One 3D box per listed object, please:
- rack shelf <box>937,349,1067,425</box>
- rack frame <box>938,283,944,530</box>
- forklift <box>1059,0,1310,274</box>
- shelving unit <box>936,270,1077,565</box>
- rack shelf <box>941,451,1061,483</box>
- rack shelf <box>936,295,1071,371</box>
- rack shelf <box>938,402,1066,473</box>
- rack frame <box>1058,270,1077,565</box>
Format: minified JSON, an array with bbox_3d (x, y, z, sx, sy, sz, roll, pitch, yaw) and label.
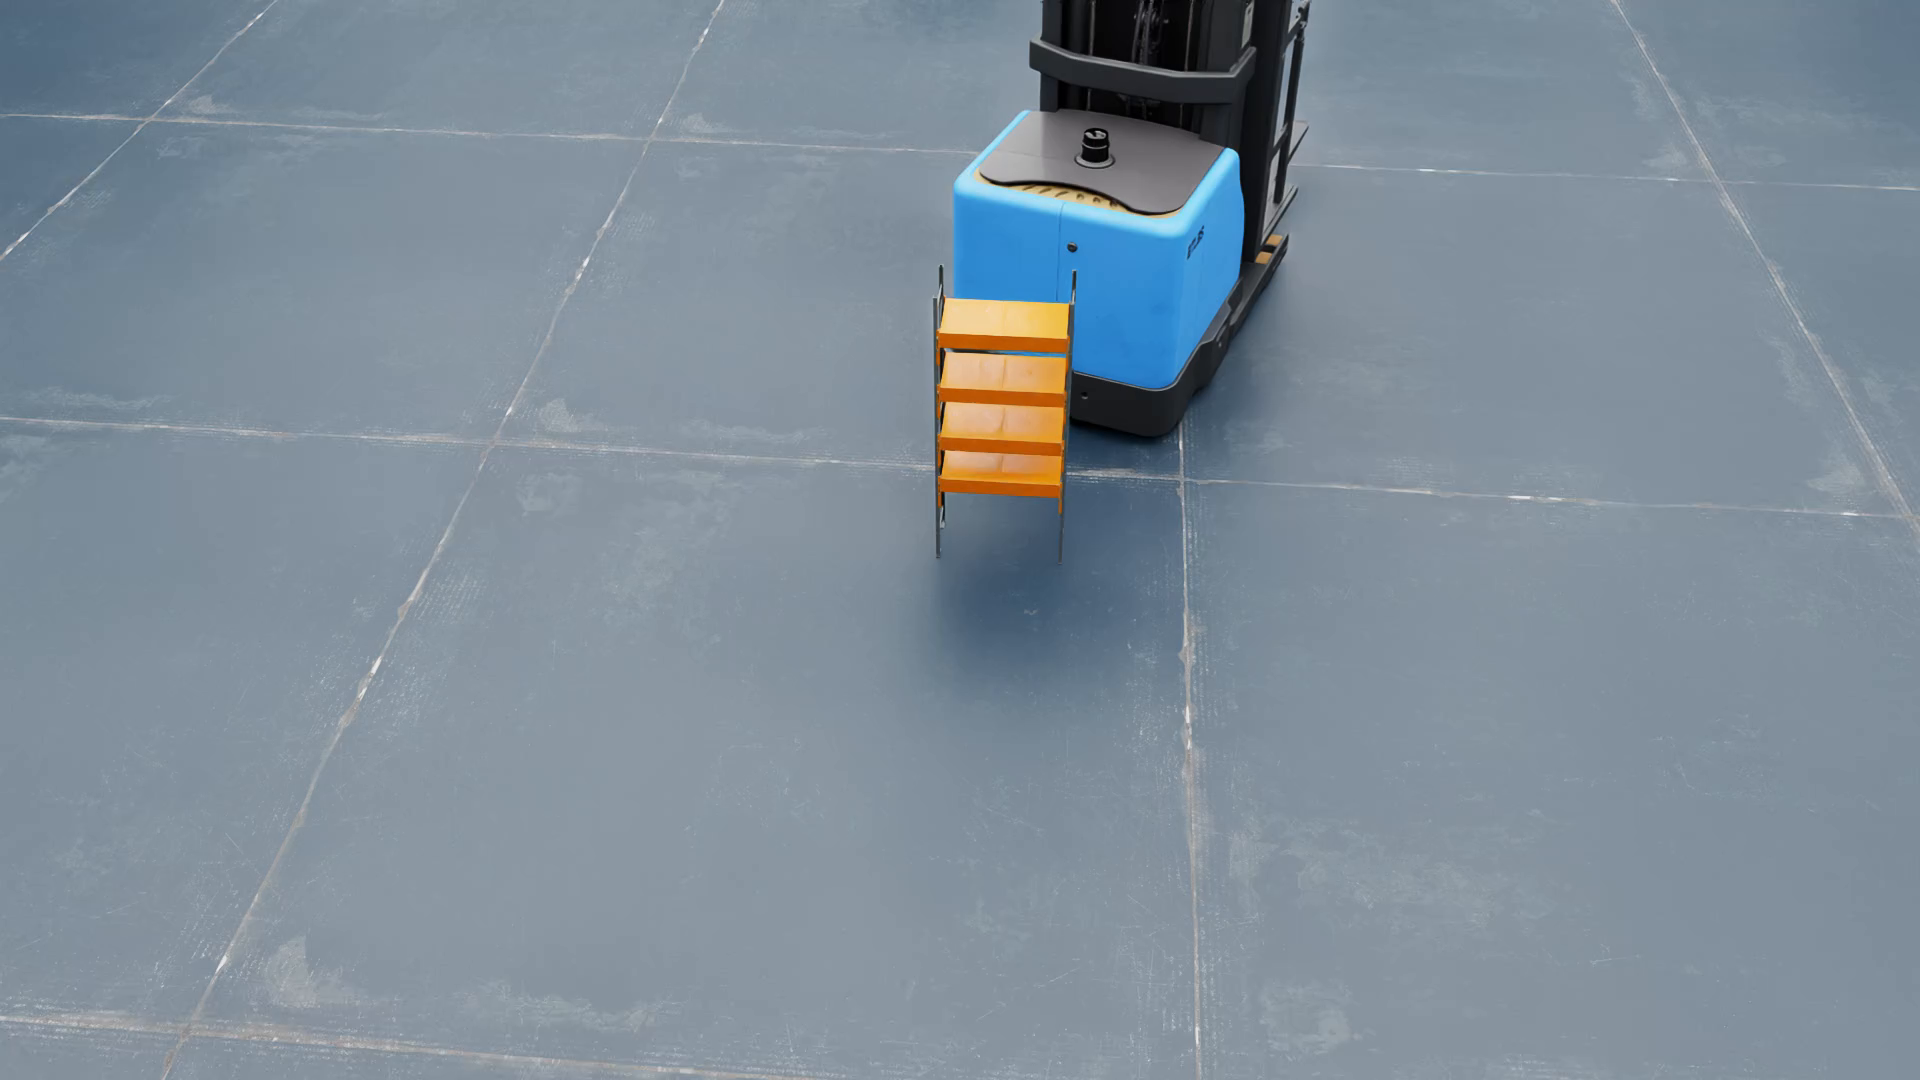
[{"bbox_3d":[0.165,-0.578,6.261,0.480,0.148,0.258,3,39,4],"label":"rack shelf"},{"bbox_3d":[-0.078,-0.469,6.376,0.006,1.046,0.228,3,39,4],"label":"rack frame"},{"bbox_3d":[1.022,-2.512,7.514,1.121,2.935,3.031,16,42,18],"label":"forklift"},{"bbox_3d":[0.167,-0.456,6.360,0.499,1.200,0.258,3,39,4],"label":"shelving unit"},{"bbox_3d":[0.165,-0.292,6.494,0.457,0.021,0.221,3,39,4],"label":"rack shelf"},{"bbox_3d":[0.165,-0.761,6.112,0.480,0.148,0.258,3,39,4],"label":"rack shelf"},{"bbox_3d":[0.165,-0.404,6.403,0.480,0.148,0.258,3,39,4],"label":"rack shelf"},{"bbox_3d":[0.408,-0.443,6.344,0.015,1.200,0.240,3,39,4],"label":"rack frame"}]
